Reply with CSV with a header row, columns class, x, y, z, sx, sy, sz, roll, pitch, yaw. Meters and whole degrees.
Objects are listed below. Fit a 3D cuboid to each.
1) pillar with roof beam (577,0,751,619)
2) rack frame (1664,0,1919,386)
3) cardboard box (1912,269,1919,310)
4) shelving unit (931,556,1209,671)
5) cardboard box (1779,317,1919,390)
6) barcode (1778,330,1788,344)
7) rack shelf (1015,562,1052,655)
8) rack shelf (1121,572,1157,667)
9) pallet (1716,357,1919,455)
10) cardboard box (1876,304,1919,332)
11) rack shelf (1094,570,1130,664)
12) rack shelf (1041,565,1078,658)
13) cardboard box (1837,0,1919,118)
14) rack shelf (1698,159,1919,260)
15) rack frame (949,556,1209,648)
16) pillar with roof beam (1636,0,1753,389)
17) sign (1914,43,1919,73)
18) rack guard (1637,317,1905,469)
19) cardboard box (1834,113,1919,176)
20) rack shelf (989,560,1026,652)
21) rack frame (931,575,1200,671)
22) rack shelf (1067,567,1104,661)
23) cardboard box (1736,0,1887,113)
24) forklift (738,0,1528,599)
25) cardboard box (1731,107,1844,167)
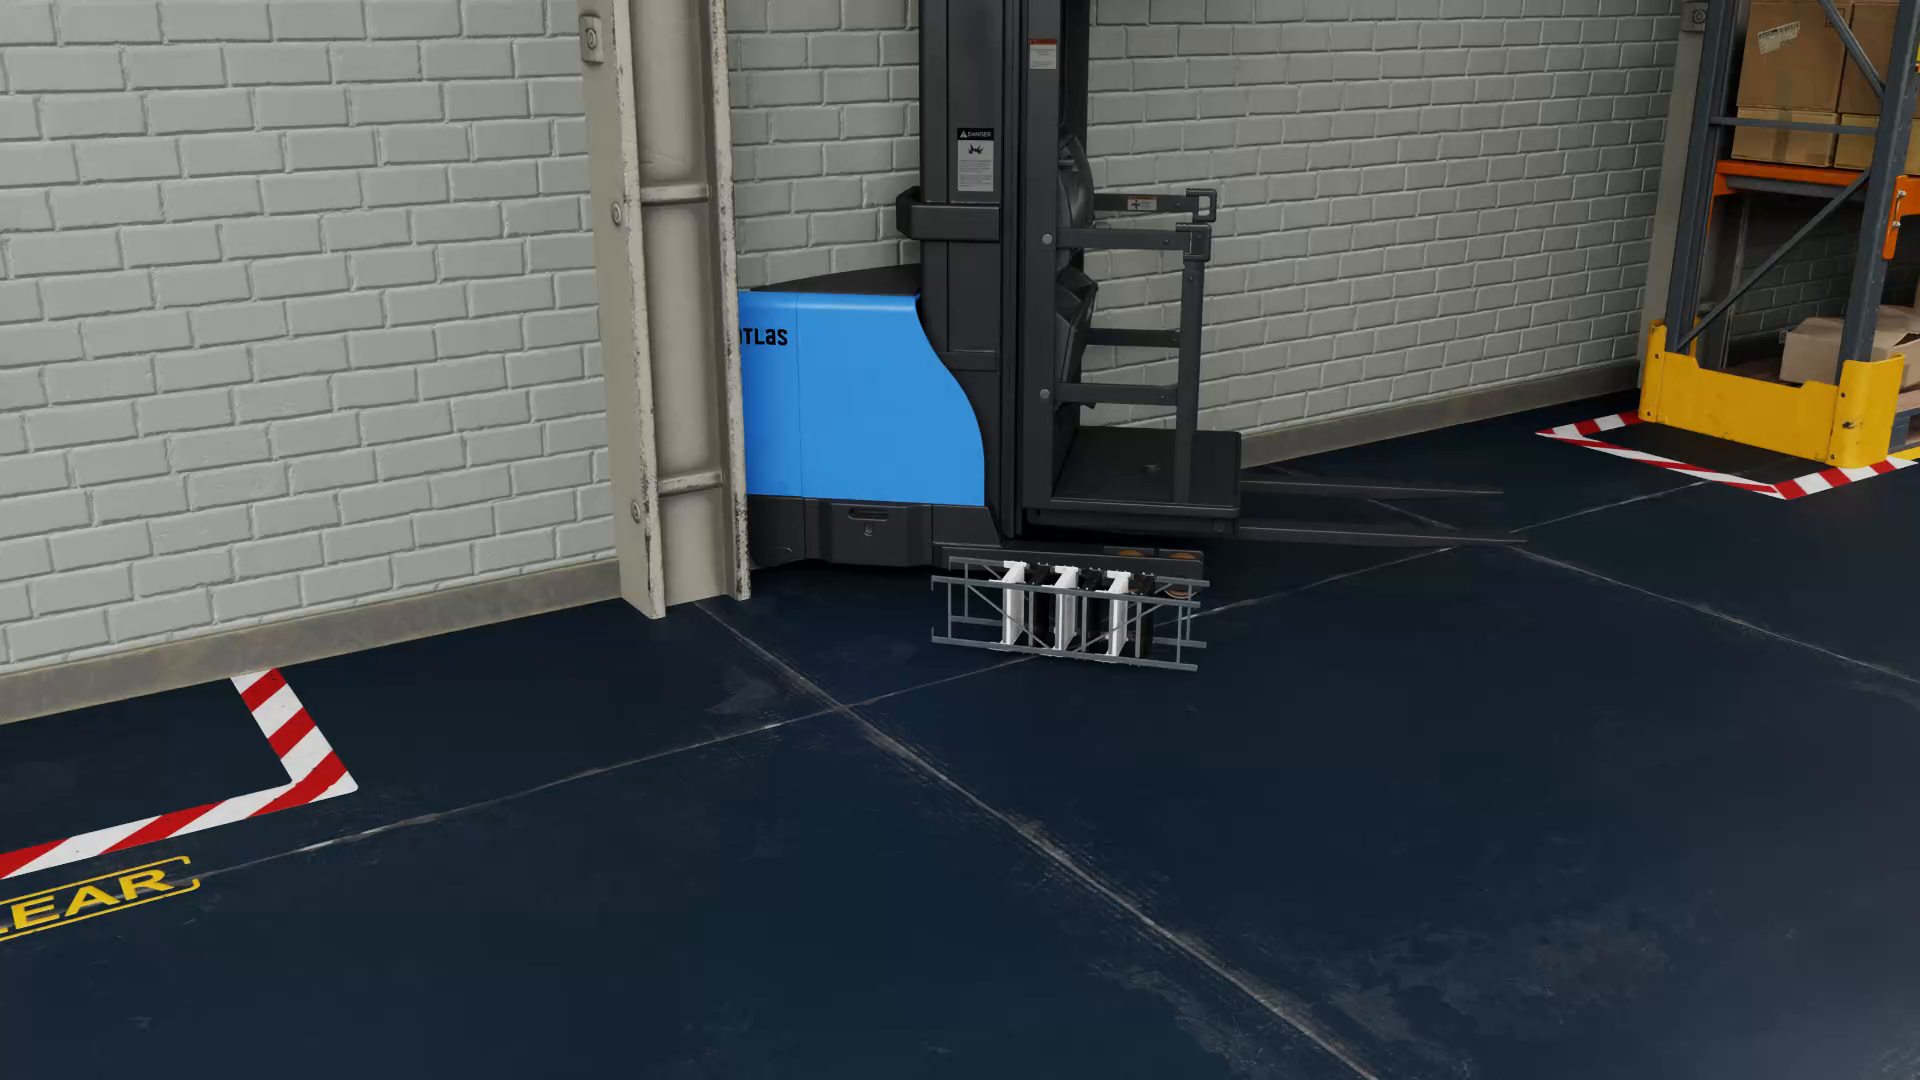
class,x,y,z,sx,sy,sz,roll,pitch,yaw
pillar with roof beam,1.353,-2.905,1.288,0.400,9.000,9.100,-12,22,-31
rack frame,3.887,-1.917,7.732,0.127,3.000,1.000,-12,22,-31
cardboard box,5.631,-1.255,8.991,0.500,0.500,0.700,-14,23,-35
shelving unit,0.366,0.241,5.573,0.900,0.258,0.210,5,19,15
cardboard box,4.515,-0.950,8.382,0.500,0.311,0.500,-15,24,-37
barcode,4.310,-1.064,8.706,0.075,0.075,0.001,-12,22,-31
rack shelf,0.247,0.230,5.606,0.077,0.258,0.200,5,19,15
rack shelf,0.593,0.262,5.511,0.077,0.258,0.200,5,19,15
pallet,4.649,-0.743,8.614,1.213,0.211,1.003,-12,22,-31
cardboard box,4.991,-1.050,8.679,0.500,0.311,0.500,-10,21,-27
rack shelf,0.507,0.254,5.534,0.077,0.258,0.200,5,19,15
rack shelf,0.334,0.238,5.582,0.077,0.258,0.200,5,19,15
cardboard box,4.451,-2.215,7.644,0.500,0.500,0.500,-12,22,-31
rack shelf,5.558,-1.929,8.889,4.000,0.370,1.077,-12,22,-31
rack frame,0.394,0.209,5.666,0.900,0.240,0.006,5,19,15
pillar with roof beam,6.364,-3.962,4.414,0.400,9.000,9.100,-12,22,-31
sign,4.186,-2.182,7.164,0.005,0.325,0.100,-12,22,-31
rack guard,3.951,-0.746,8.172,0.348,0.500,1.175,-12,22,-31
cardboard box,4.469,-1.857,7.756,0.500,0.250,0.500,-13,22,-33
rack shelf,0.161,0.222,5.630,0.077,0.258,0.200,5,19,15
rack frame,0.337,0.272,5.481,0.900,0.240,0.006,5,19,15
rack shelf,0.420,0.246,5.558,0.077,0.258,0.200,5,19,15
cardboard box,4.164,-2.351,8.047,0.500,0.500,0.500,-12,22,-32
forklift,0.620,-1.356,6.178,3.031,2.935,1.130,3,19,9
cardboard box,4.171,-1.990,8.150,0.500,0.250,0.500,-12,22,-31
